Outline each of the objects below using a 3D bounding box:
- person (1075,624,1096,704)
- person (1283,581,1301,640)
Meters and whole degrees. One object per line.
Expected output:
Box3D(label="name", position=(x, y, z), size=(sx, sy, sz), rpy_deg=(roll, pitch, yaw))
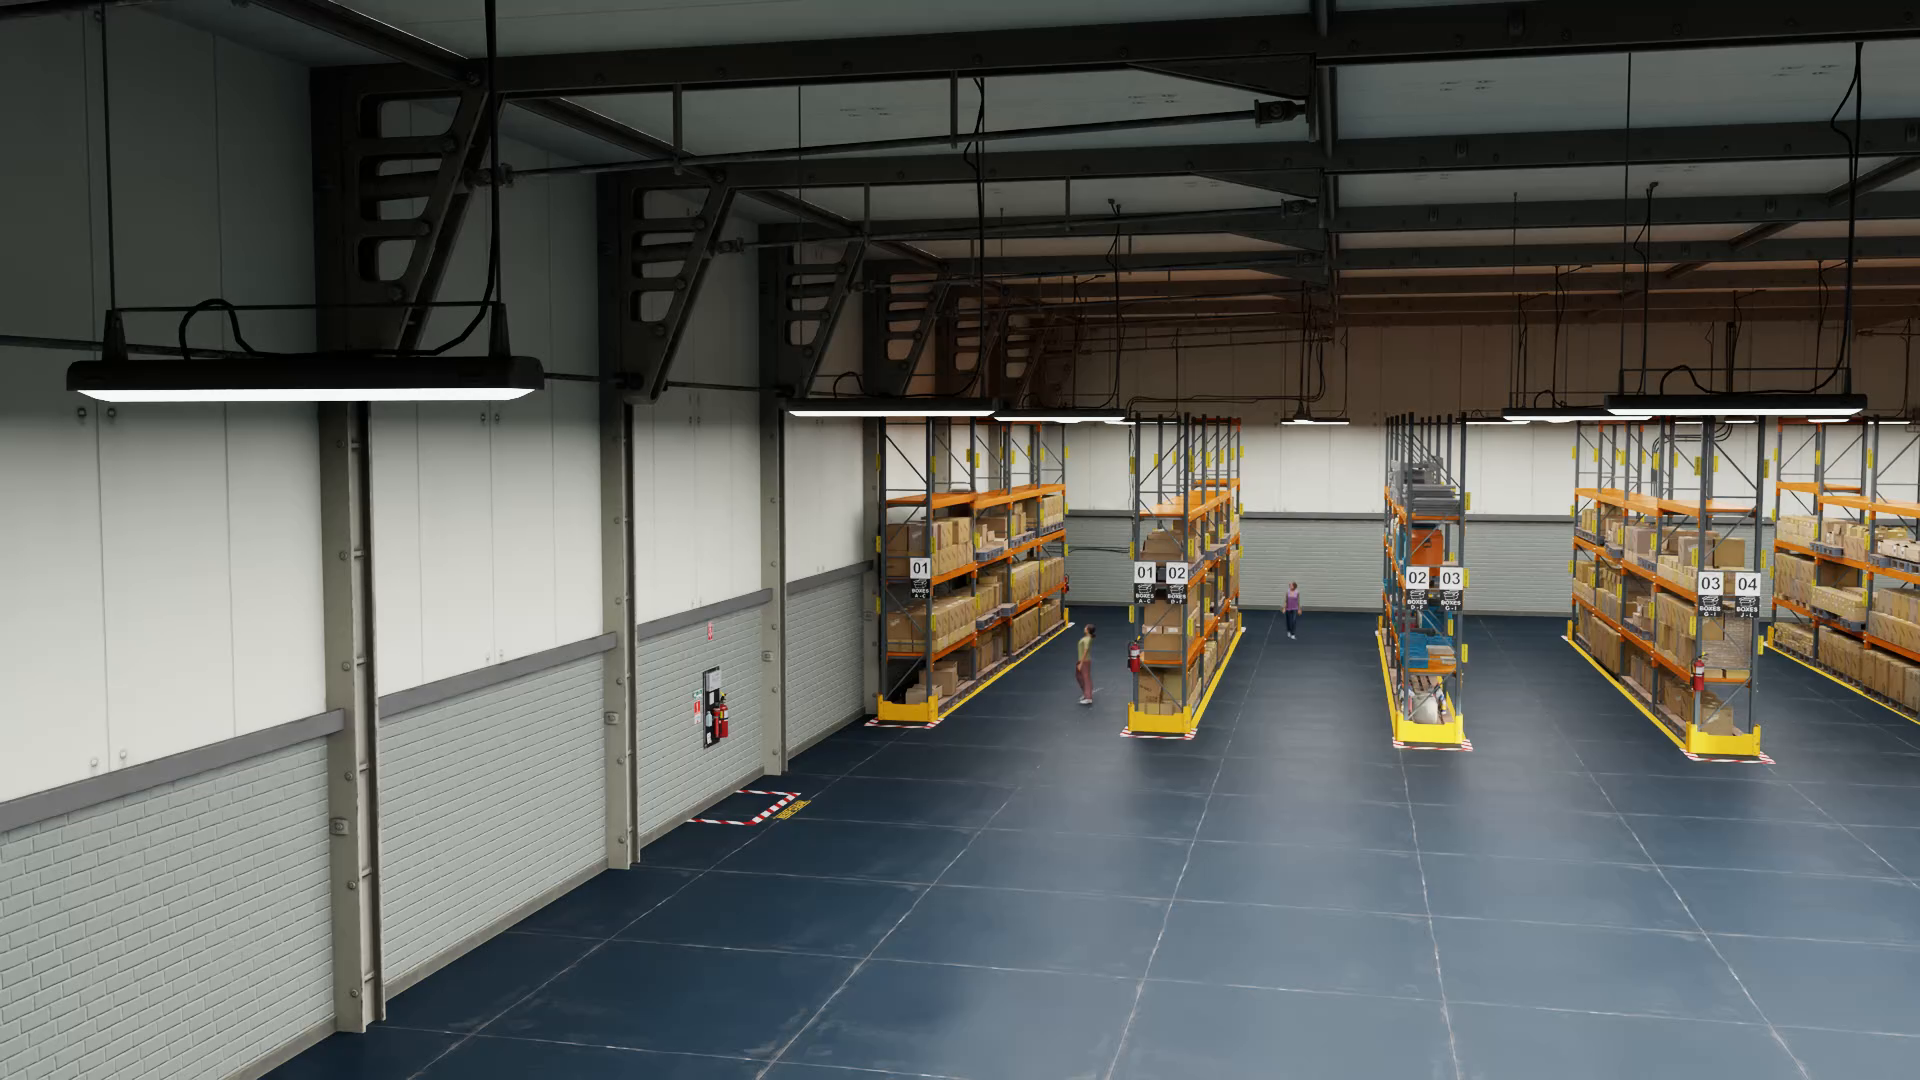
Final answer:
Box3D(label="person", position=(2.619, 2.558, 34.602), size=(0.403, 1.662, 0.605), rpy_deg=(0, 4, -2))
Box3D(label="person", position=(9.004, 1.890, 45.064), size=(0.488, 1.555, 0.823), rpy_deg=(1, 4, 13))
